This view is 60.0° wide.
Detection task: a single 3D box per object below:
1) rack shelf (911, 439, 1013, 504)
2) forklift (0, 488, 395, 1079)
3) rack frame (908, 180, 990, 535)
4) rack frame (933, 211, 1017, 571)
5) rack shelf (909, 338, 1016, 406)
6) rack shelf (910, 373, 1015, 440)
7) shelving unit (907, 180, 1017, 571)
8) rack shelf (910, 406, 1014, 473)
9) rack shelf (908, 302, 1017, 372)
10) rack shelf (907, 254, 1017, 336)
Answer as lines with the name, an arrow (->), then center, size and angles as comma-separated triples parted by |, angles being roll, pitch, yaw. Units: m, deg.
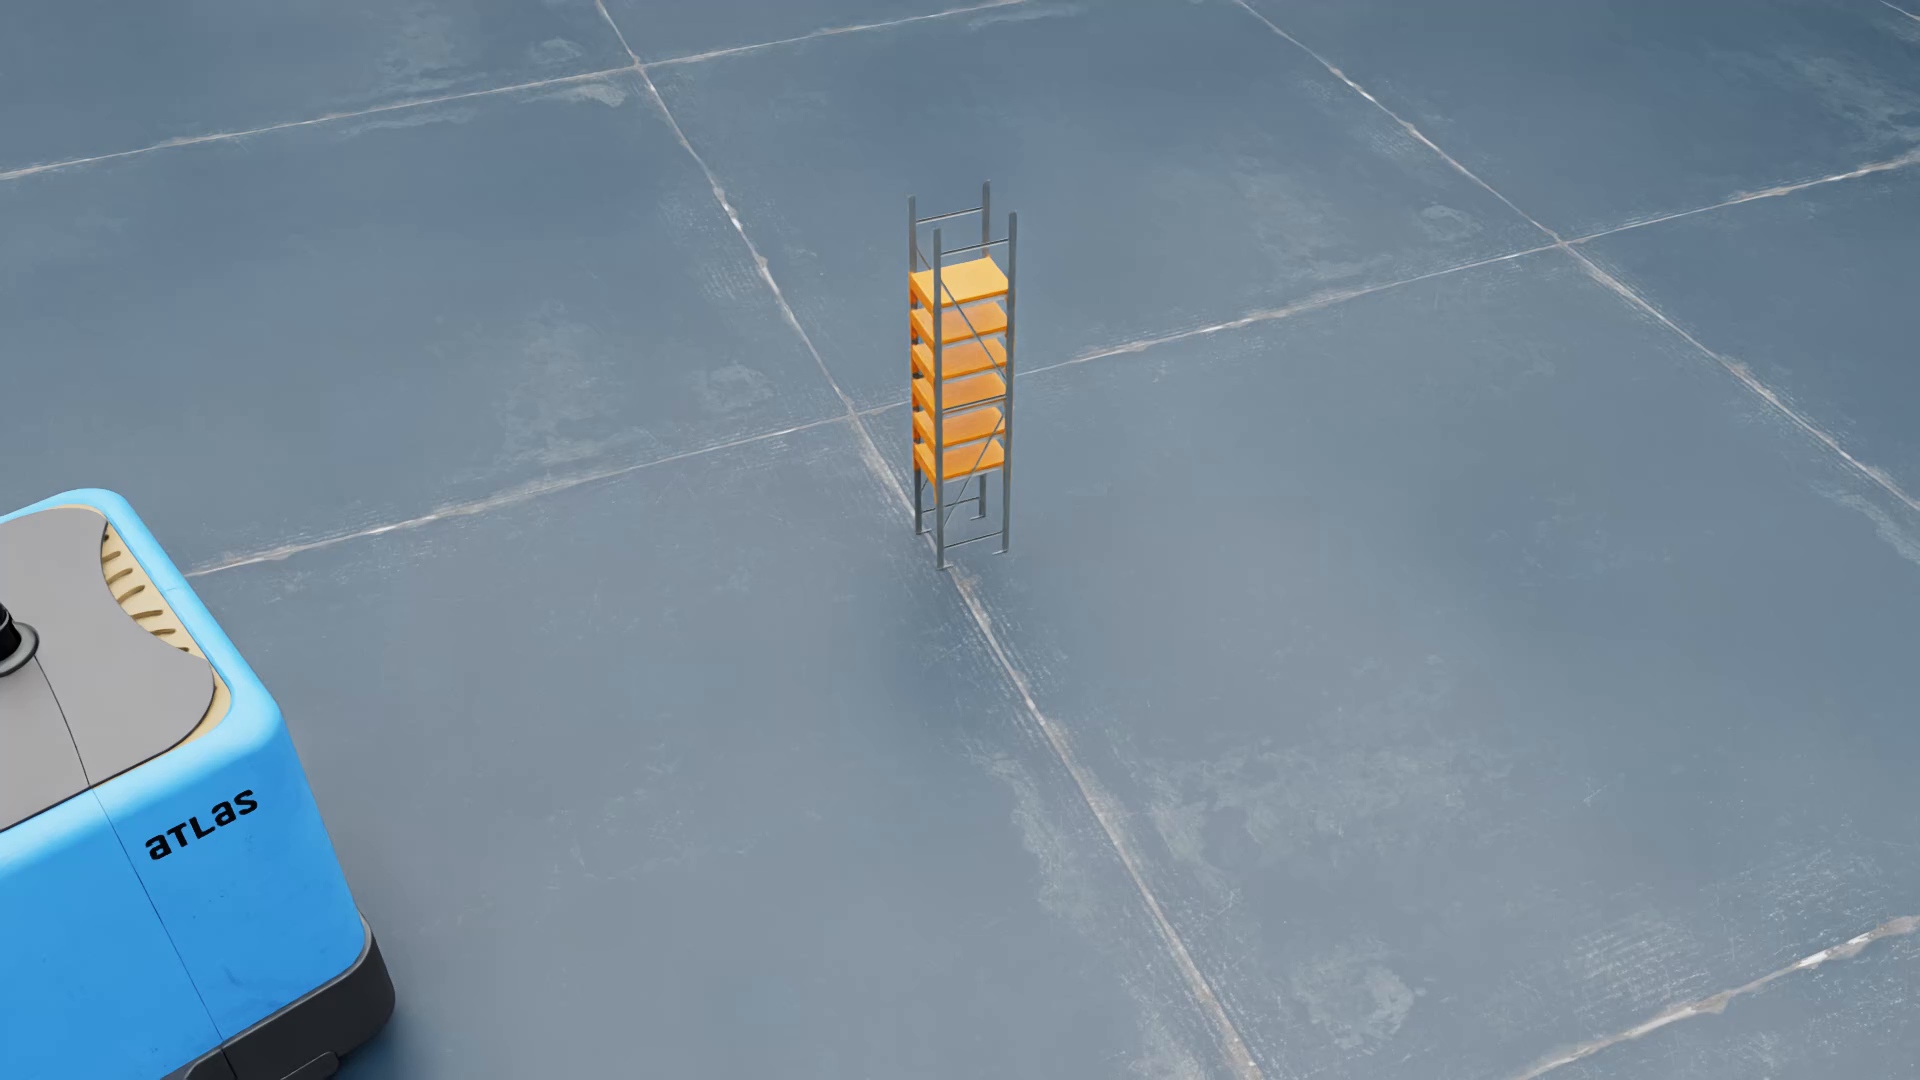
rack shelf -> 0.006, -0.231, 5.034 | 0.258, 0.103, 0.180 | -15, 43, -17
forklift -> -2.768, 0.421, 2.513 | 3.031, 2.935, 1.130 | -29, 48, -29
rack frame -> -0.029, -0.501, 4.913 | 0.240, 1.200, 0.006 | -15, 43, -17
rack frame -> 0.041, -0.391, 4.785 | 0.240, 1.200, 0.006 | -15, 43, -17
rack shelf -> 0.006, -0.504, 4.799 | 0.258, 0.103, 0.180 | -15, 43, -17
rack shelf -> 0.006, -0.413, 4.878 | 0.258, 0.103, 0.180 | -15, 43, -17
shelving unit -> 0.006, -0.446, 4.849 | 0.258, 1.200, 0.189 | -15, 43, -17
rack shelf -> 0.006, -0.322, 4.956 | 0.258, 0.103, 0.180 | -15, 43, -17
rack shelf -> 0.006, -0.594, 4.721 | 0.258, 0.103, 0.180 | -15, 43, -17
rack shelf -> 0.006, -0.685, 4.643 | 0.258, 0.103, 0.180 | -15, 43, -17
